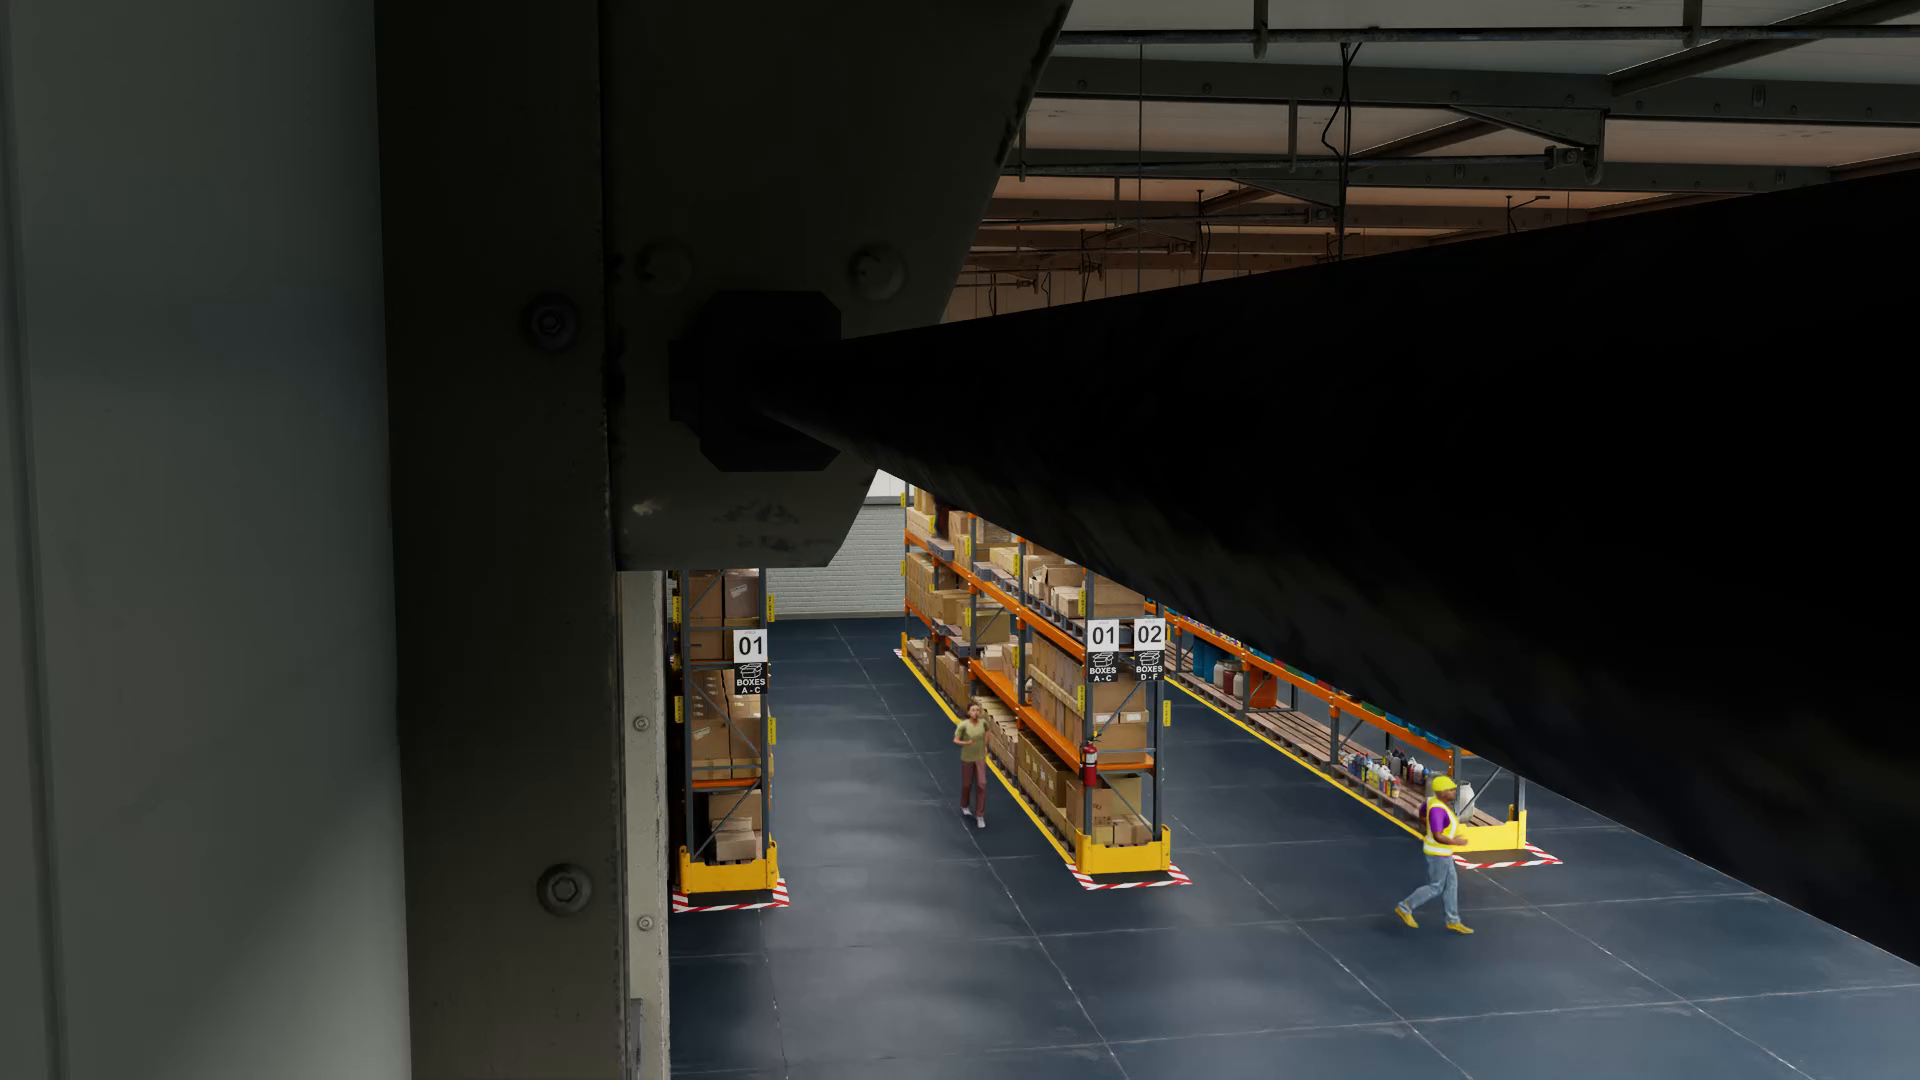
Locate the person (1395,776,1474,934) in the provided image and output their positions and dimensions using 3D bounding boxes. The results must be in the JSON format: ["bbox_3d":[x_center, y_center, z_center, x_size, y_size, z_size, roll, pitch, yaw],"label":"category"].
[{"bbox_3d":[5.341,3.520,18.635,0.865,1.781,0.724,2,6,16],"label":"person"}]

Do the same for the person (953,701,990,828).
[{"bbox_3d":[0.183,3.082,23.150,0.575,1.700,0.807,-1,6,-13],"label":"person"}]
